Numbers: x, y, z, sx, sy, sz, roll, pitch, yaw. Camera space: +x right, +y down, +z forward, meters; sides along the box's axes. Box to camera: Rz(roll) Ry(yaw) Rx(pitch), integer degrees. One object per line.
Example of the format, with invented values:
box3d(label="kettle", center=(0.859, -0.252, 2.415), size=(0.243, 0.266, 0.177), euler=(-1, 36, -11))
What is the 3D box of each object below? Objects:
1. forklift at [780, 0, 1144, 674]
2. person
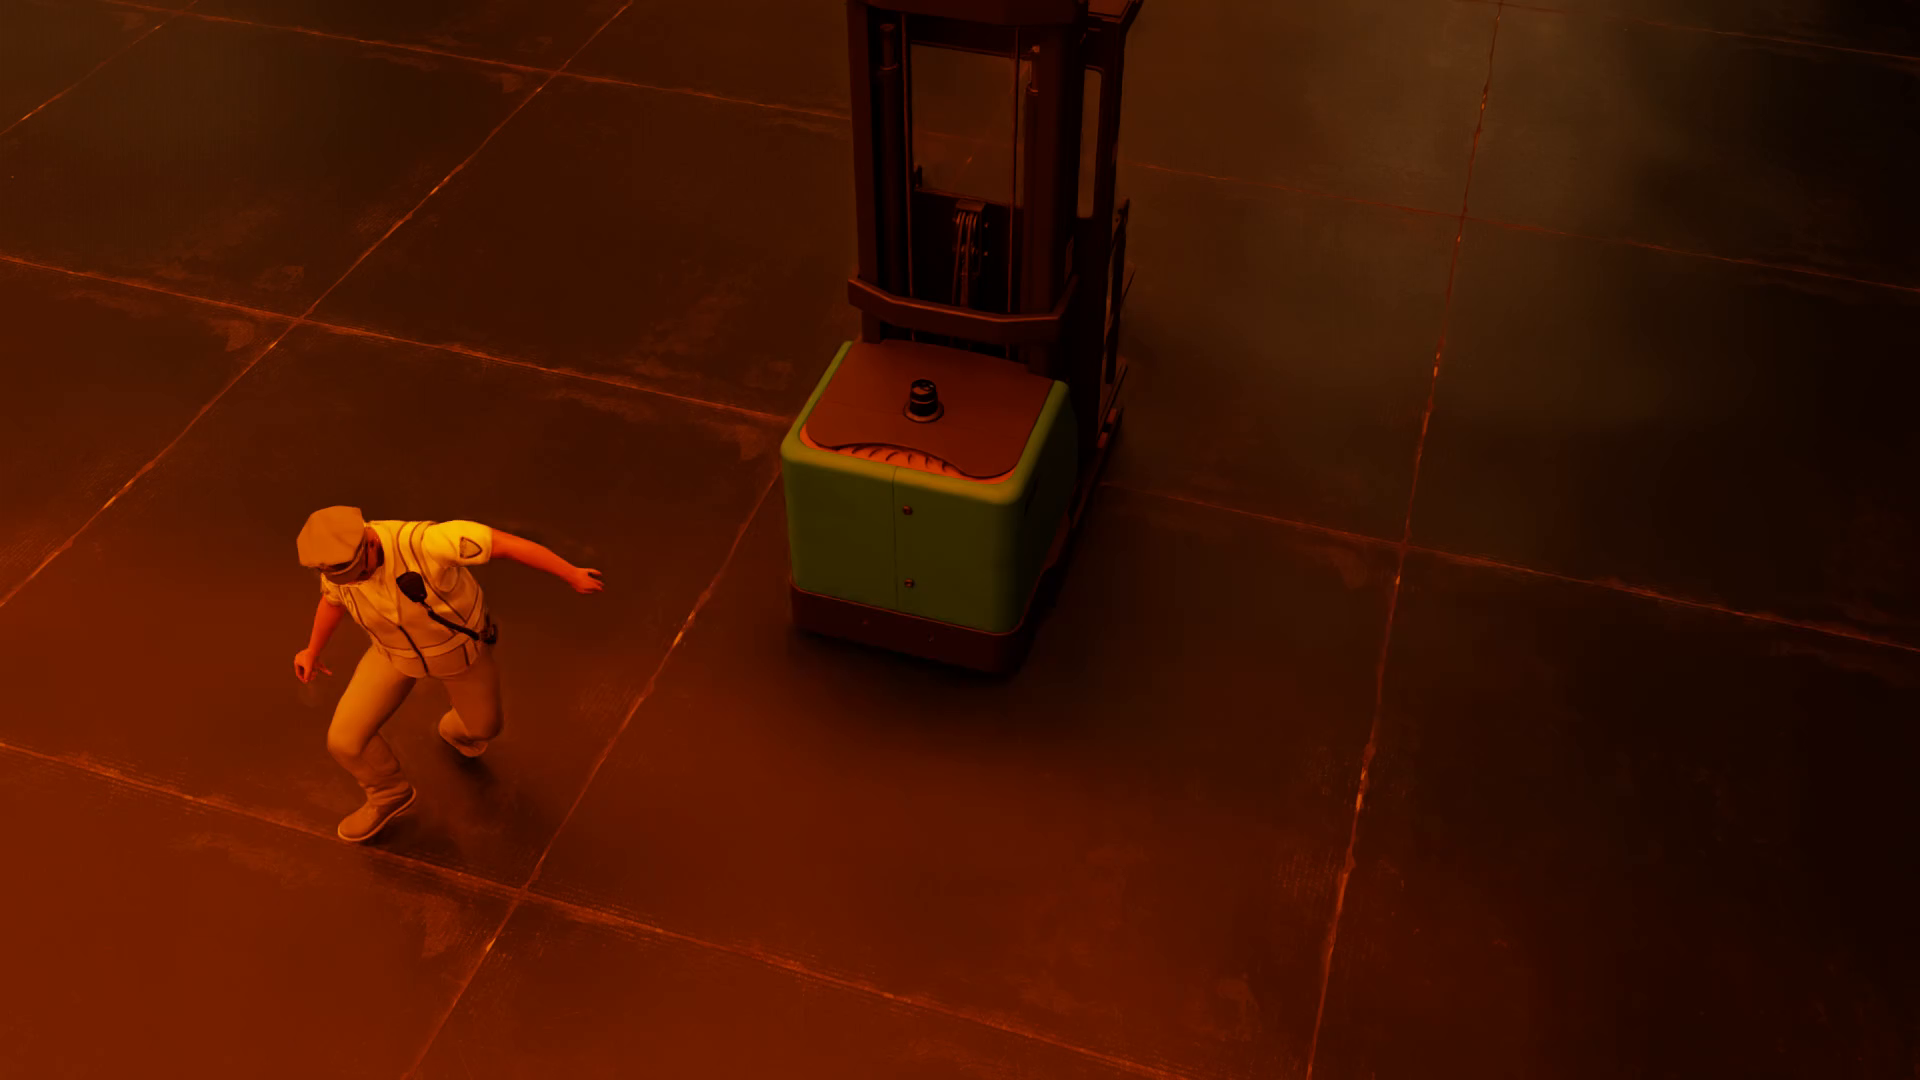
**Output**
box3d(label="forklift", center=(0.185, -1.519, 7.322), size=(1.130, 2.935, 3.031), euler=(12, 44, 13))
box3d(label="person", center=(-1.918, 0.423, 6.280), size=(1.205, 1.685, 0.630), euler=(-5, 43, -5))
